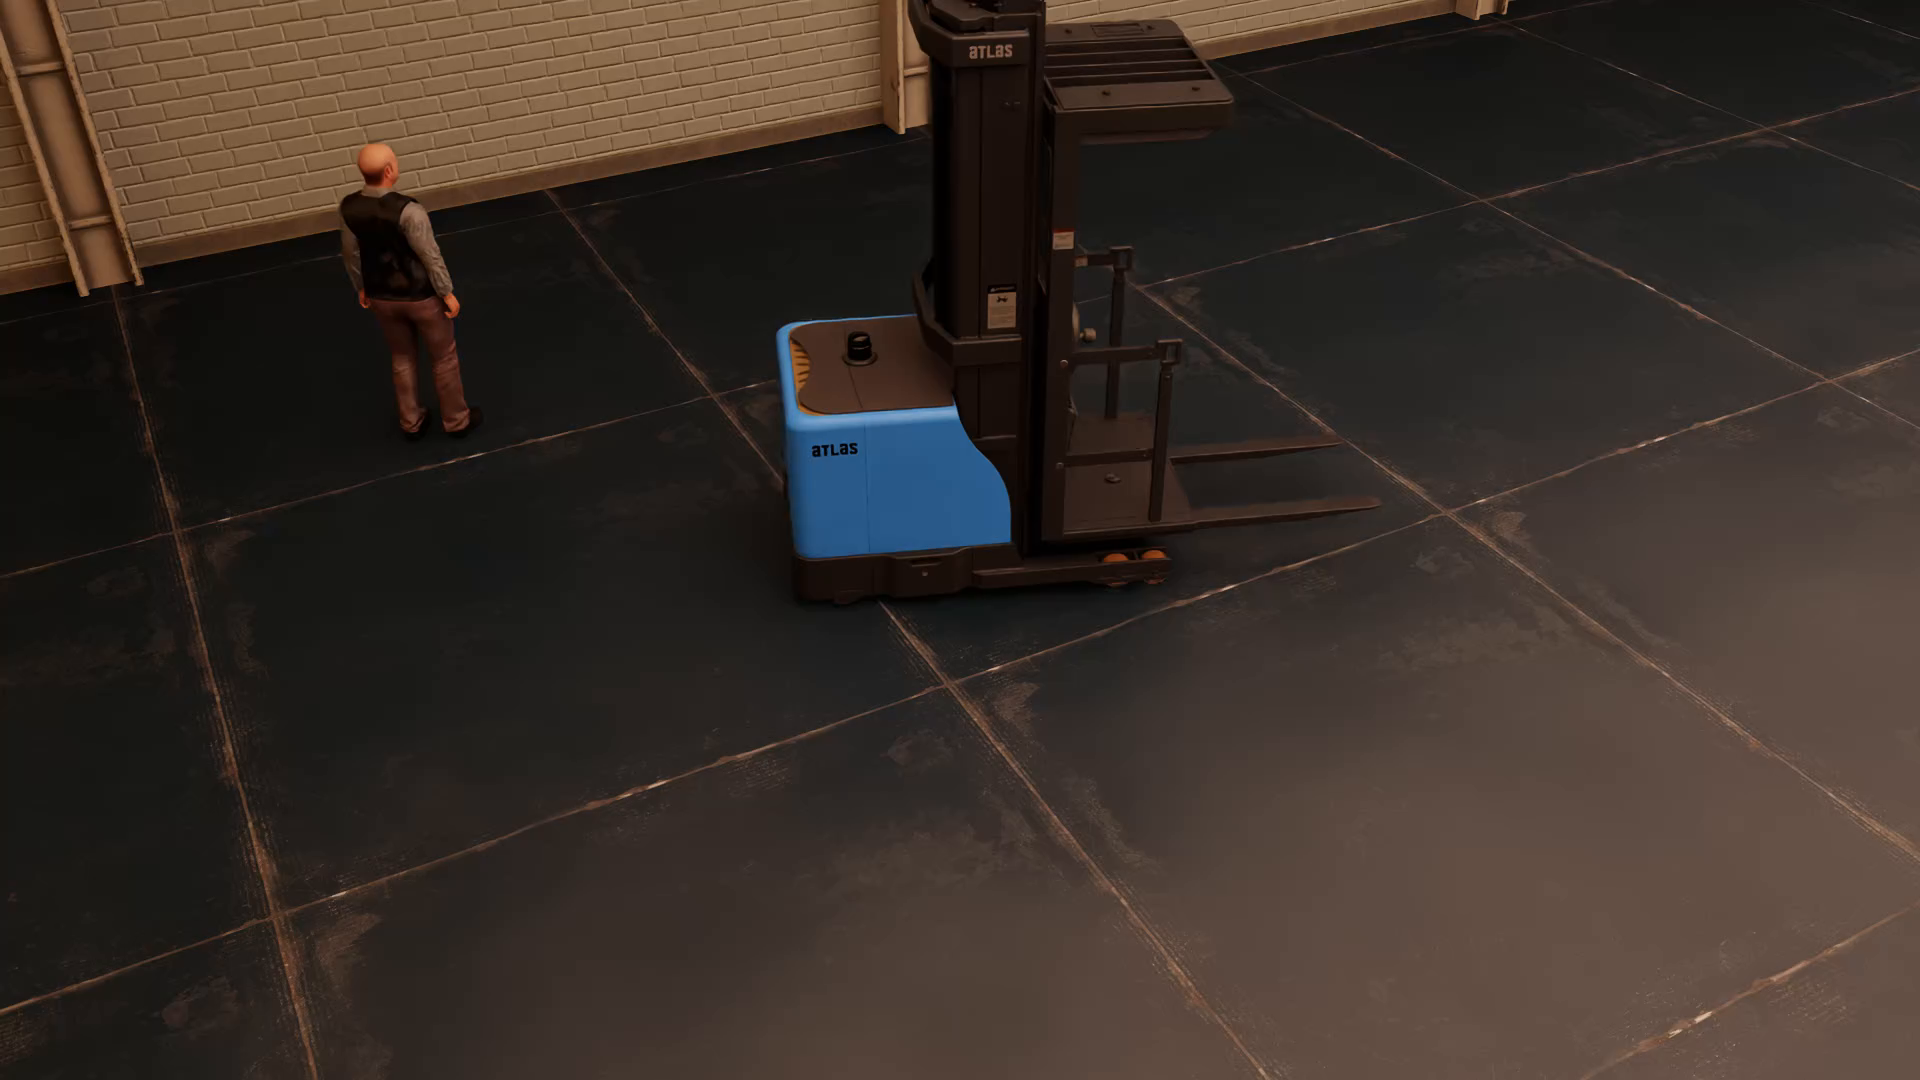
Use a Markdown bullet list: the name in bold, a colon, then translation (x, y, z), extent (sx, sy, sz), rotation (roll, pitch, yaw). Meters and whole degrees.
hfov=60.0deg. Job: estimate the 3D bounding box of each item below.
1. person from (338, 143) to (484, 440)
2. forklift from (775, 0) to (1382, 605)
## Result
- **person**: translation (-3.000, -1.346, 9.077), extent (0.591, 1.725, 0.392), rotation (6, 36, 9)
- **forklift**: translation (0.622, -1.261, 7.907), extent (3.031, 2.935, 1.130), rotation (-5, 36, -7)
